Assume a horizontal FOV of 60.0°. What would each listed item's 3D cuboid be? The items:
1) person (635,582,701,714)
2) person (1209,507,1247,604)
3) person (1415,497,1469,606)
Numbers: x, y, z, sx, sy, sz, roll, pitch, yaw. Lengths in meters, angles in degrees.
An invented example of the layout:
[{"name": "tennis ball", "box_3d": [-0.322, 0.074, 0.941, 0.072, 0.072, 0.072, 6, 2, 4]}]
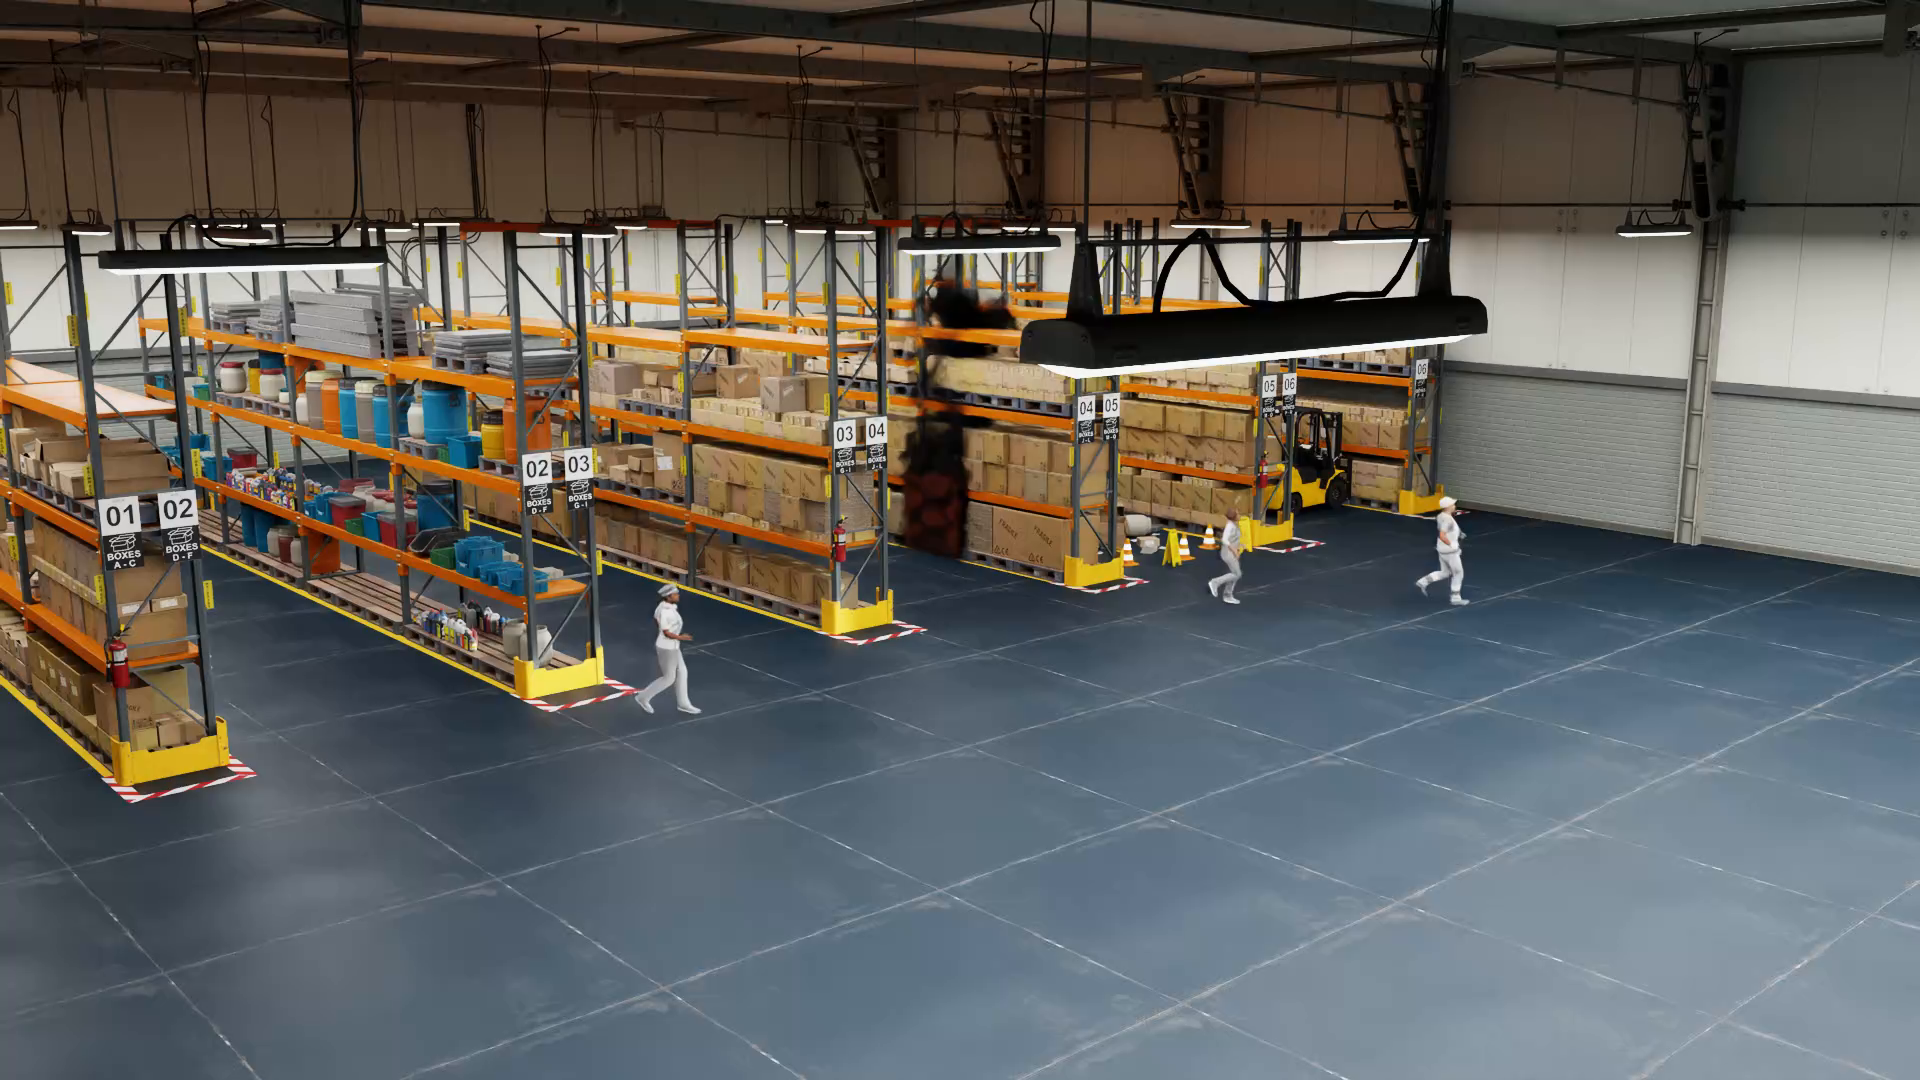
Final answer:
[{"name": "person", "box_3d": [-3.687, 1.369, 20.852, 0.810, 1.705, 0.599, -2, 12, -8]}, {"name": "person", "box_3d": [4.315, 0.246, 26.764, 0.586, 1.572, 0.532, 2, 12, 10]}, {"name": "person", "box_3d": [7.749, 0.177, 26.554, 0.856, 1.759, 0.668, 0, 11, 2]}]
